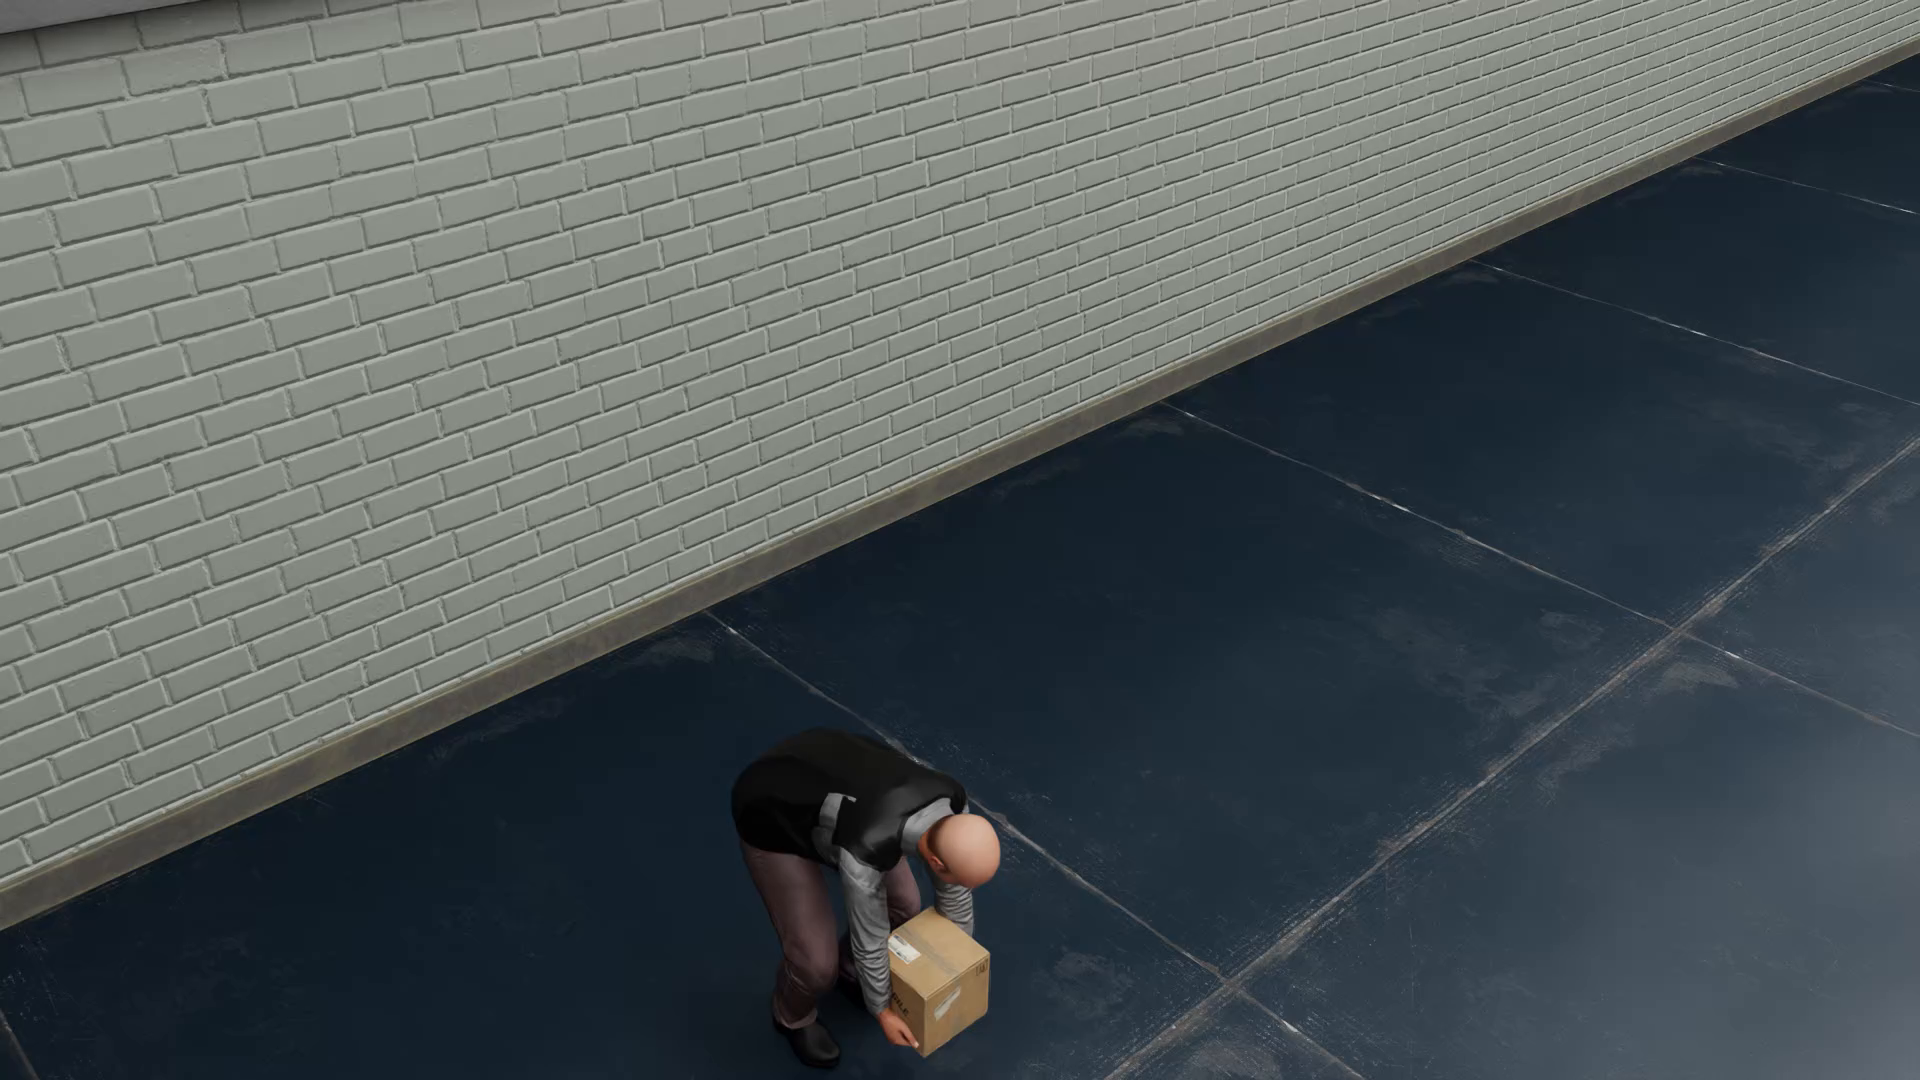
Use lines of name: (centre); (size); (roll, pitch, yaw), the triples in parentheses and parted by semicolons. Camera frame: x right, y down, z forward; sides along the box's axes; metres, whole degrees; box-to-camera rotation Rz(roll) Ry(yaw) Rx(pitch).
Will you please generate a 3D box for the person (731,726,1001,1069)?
person: (-0.251, 1.104, 4.895); (0.936, 1.164, 0.484); (27, 41, 37)
